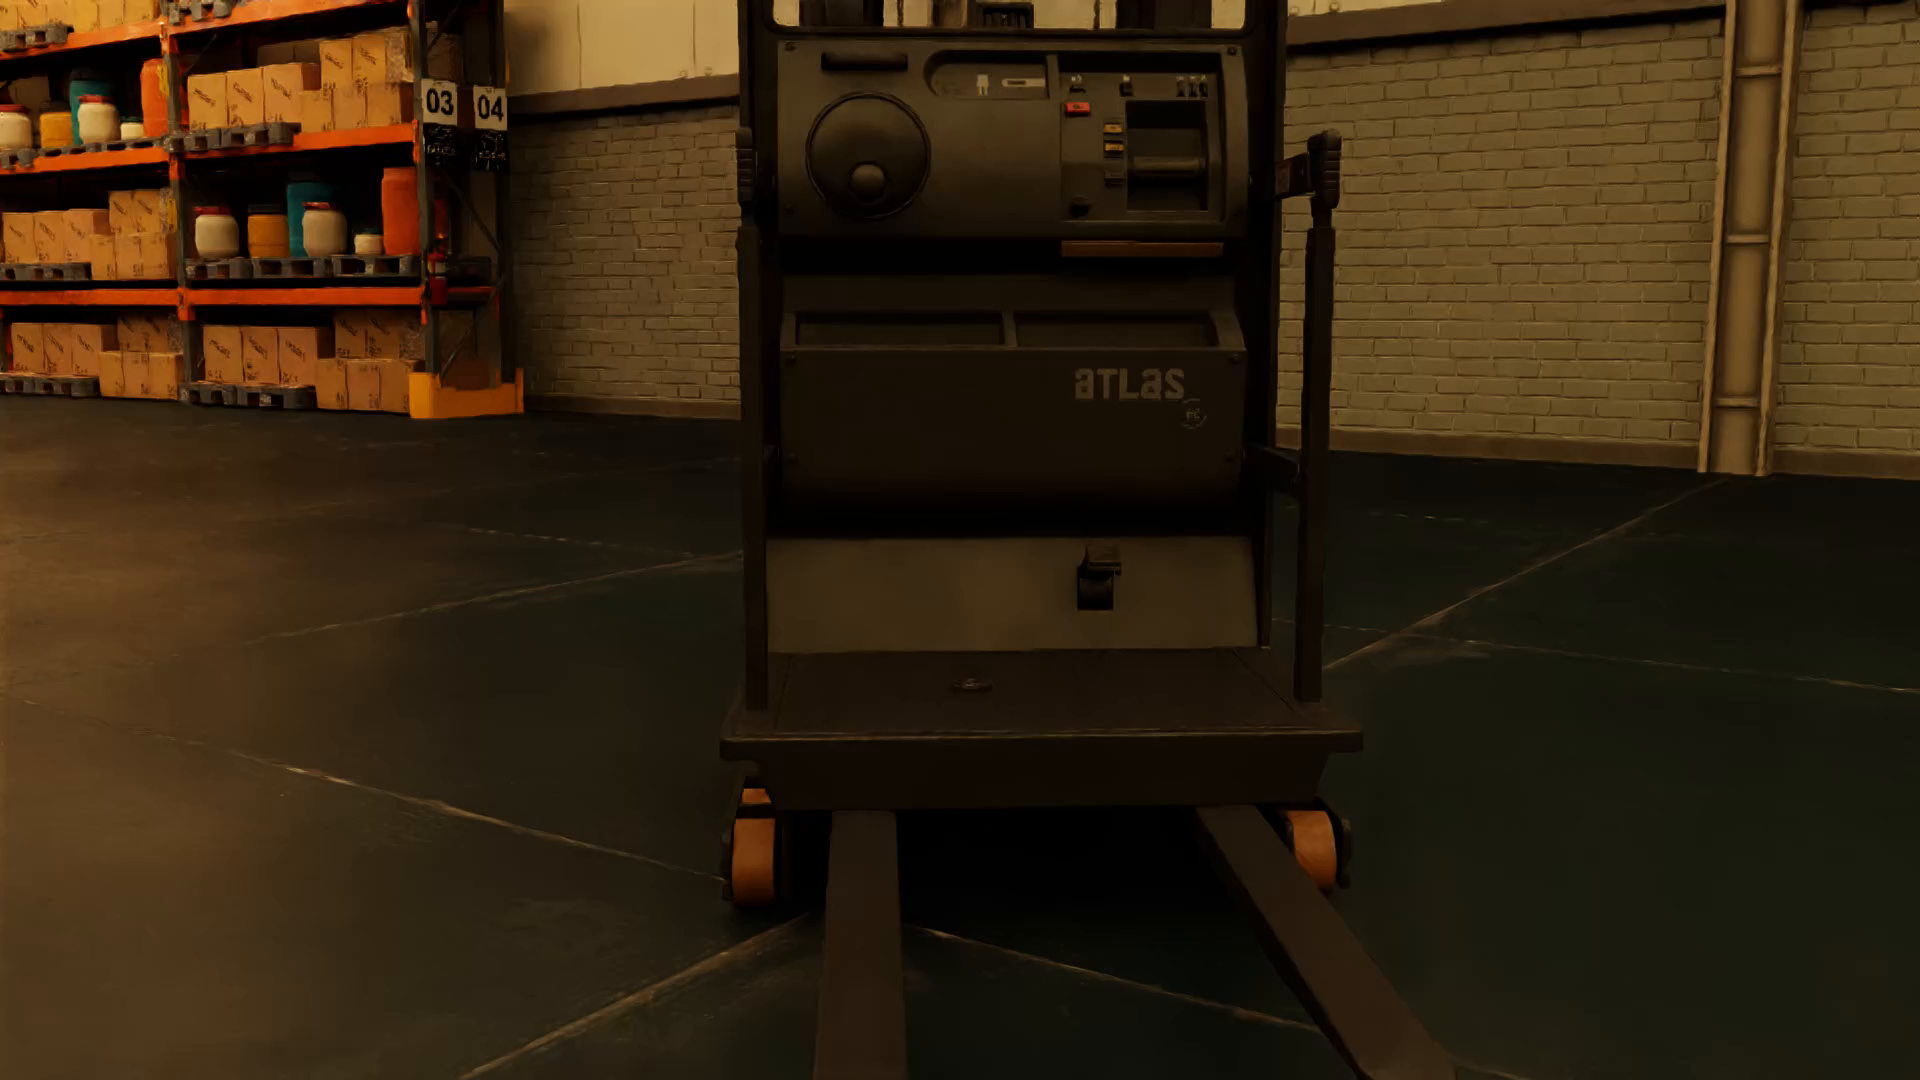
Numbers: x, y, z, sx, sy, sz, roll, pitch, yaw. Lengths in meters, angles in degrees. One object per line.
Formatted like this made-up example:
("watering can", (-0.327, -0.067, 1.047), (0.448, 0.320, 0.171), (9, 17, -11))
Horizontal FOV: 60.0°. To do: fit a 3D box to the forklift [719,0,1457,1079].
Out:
("forklift", (0.119, -0.838, 3.086), (1.130, 2.935, 3.031), (0, 8, -3))
